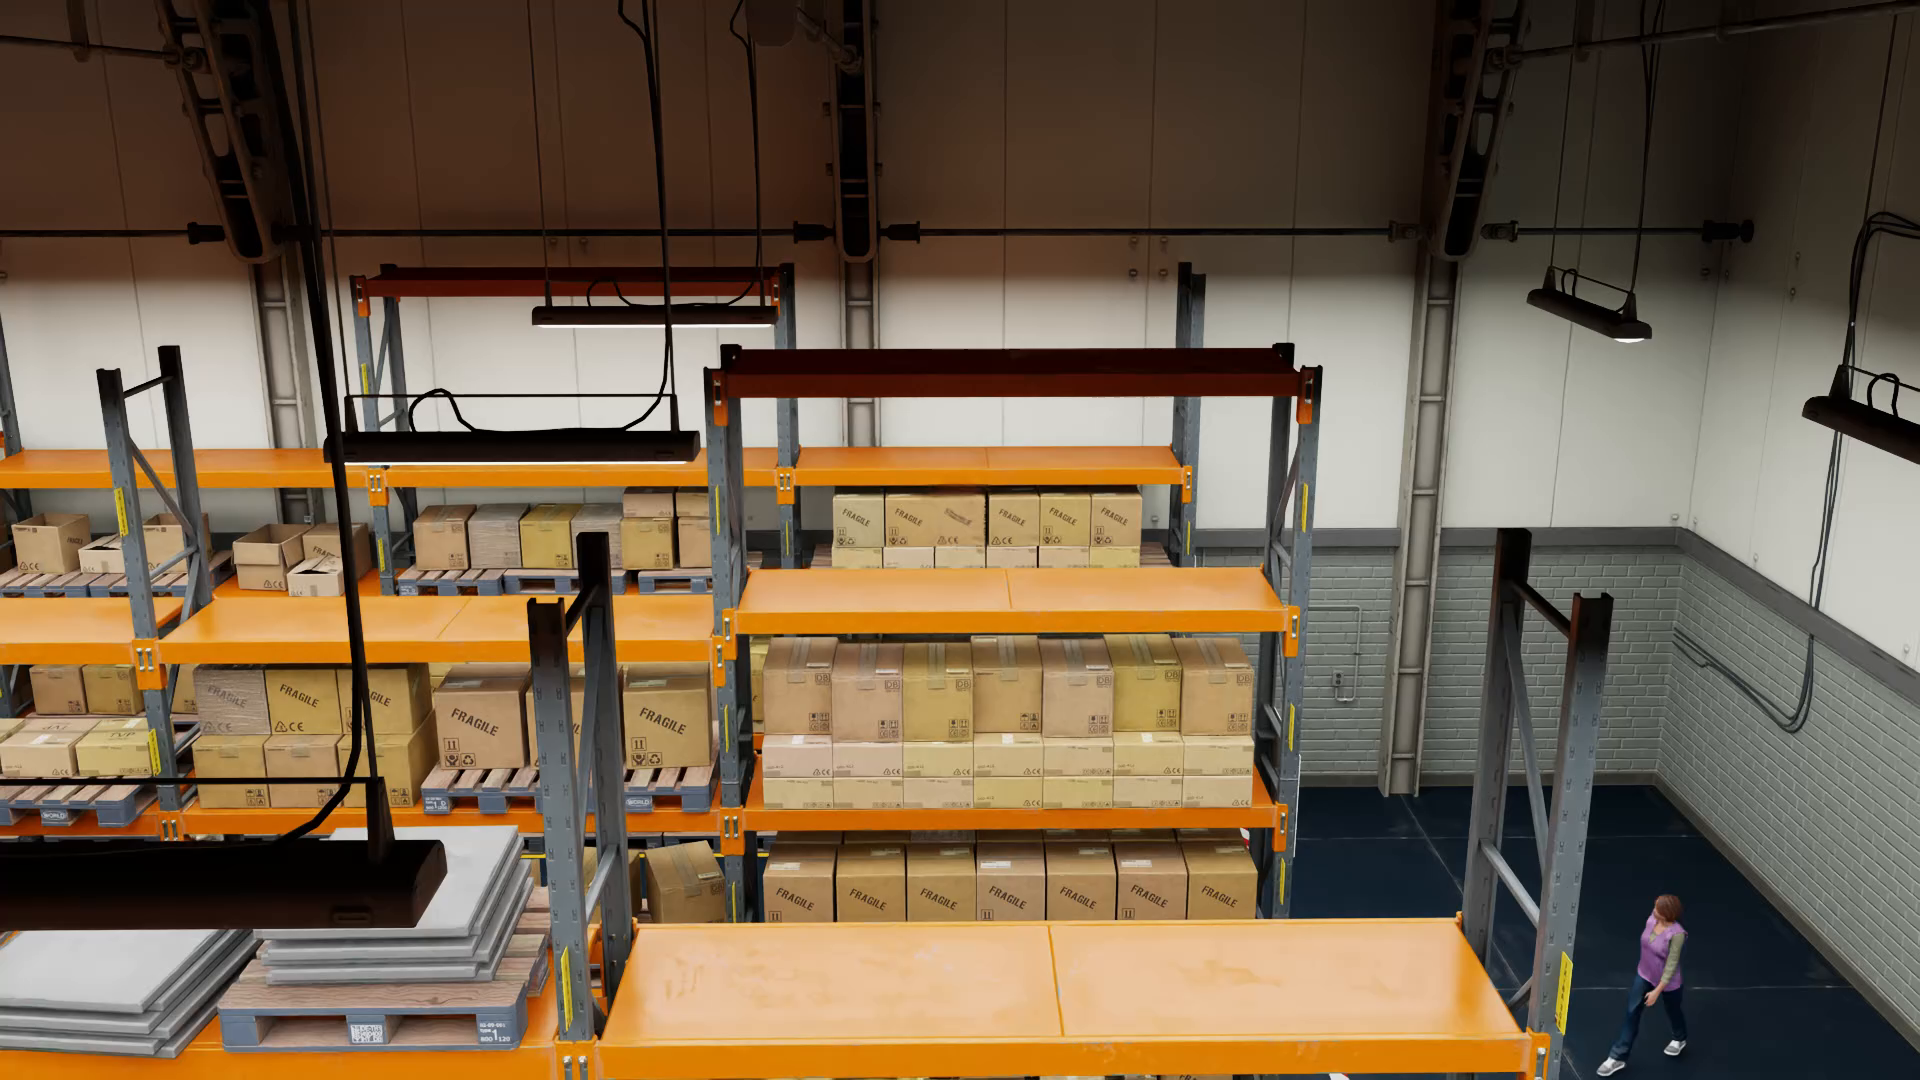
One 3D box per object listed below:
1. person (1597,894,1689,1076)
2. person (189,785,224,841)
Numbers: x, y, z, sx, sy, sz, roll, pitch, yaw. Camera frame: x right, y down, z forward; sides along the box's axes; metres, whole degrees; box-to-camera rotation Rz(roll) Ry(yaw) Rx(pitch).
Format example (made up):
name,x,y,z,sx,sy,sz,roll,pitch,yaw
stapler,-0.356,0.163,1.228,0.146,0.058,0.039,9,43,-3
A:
name,x,y,z,sx,sy,sz,roll,pitch,yaw
person,5.648,3.580,13.484,0.943,1.526,0.399,-11,20,-34
person,-6.947,2.947,15.418,0.443,1.677,0.499,3,16,11
